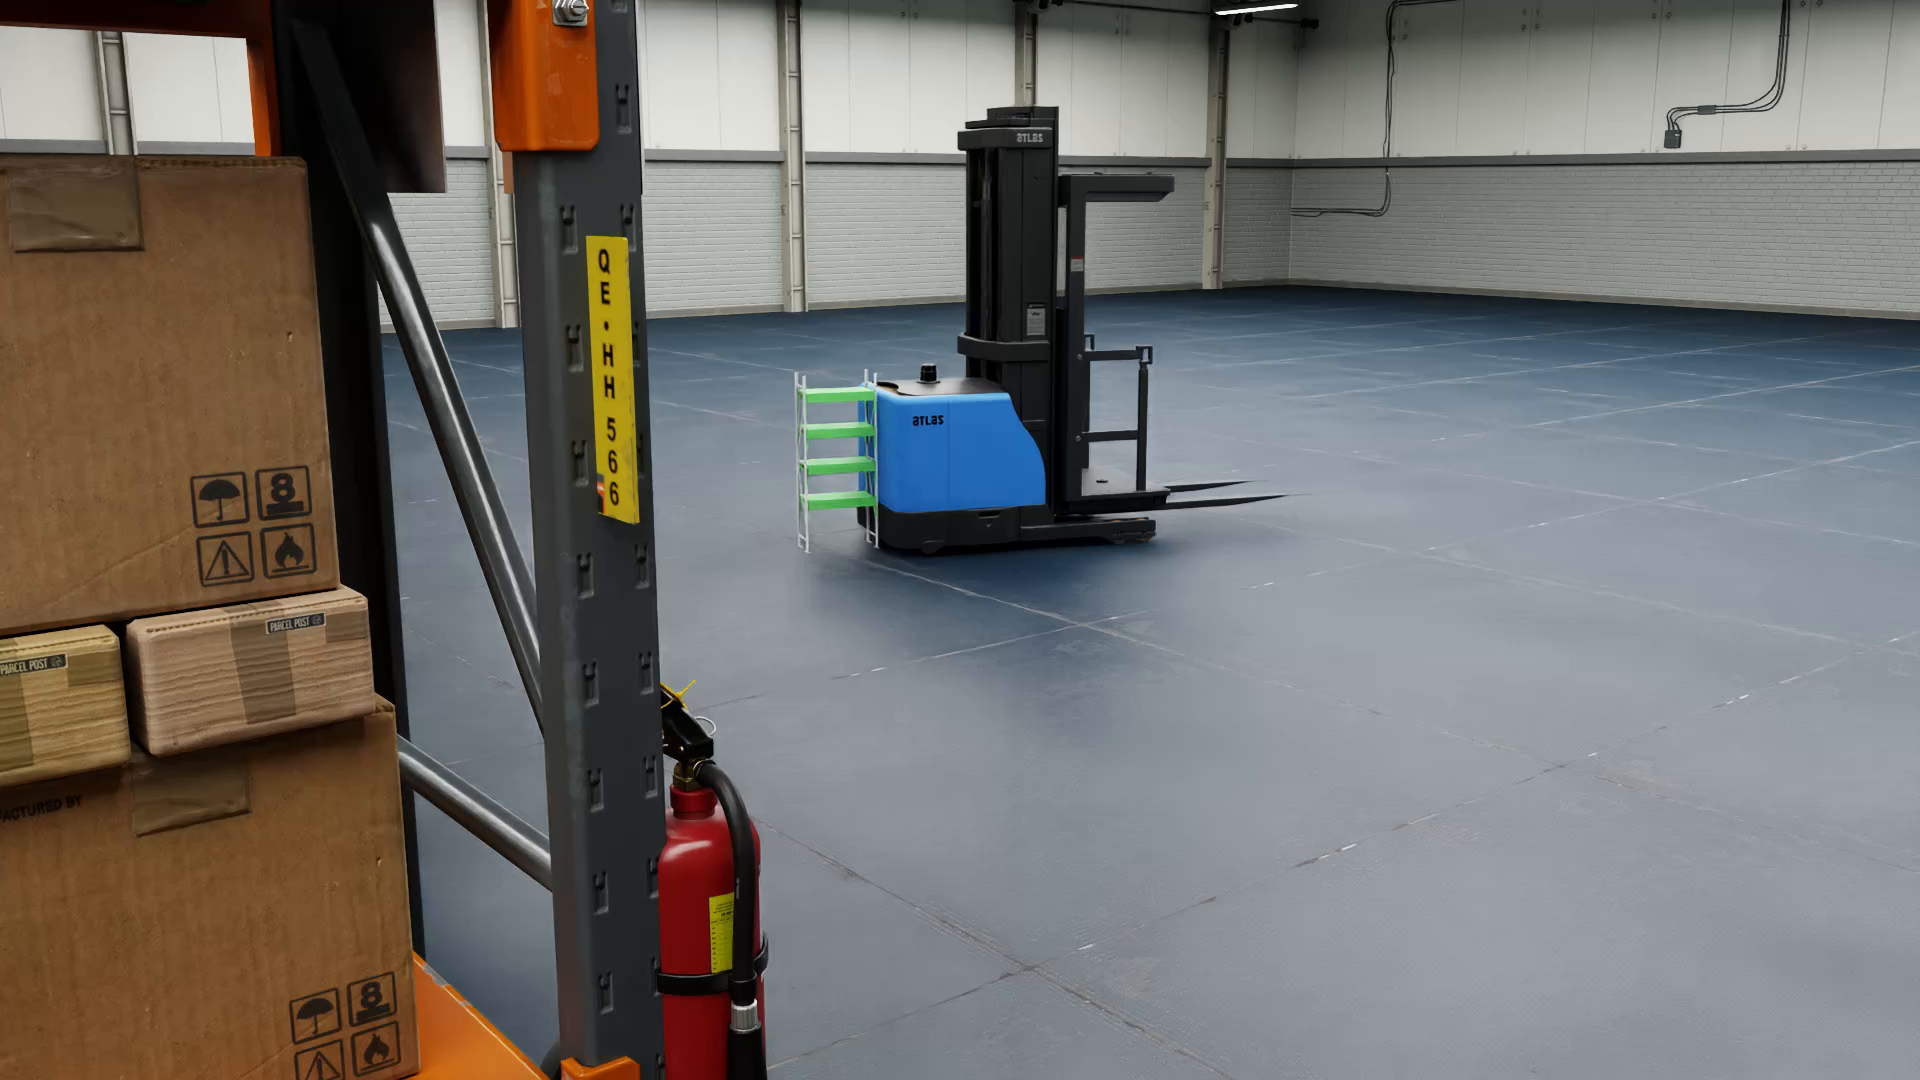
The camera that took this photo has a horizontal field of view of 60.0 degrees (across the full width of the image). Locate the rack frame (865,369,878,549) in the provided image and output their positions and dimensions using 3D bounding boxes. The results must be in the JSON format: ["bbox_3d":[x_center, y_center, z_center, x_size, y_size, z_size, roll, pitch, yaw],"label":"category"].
[{"bbox_3d":[-0.603,-0.552,11.341,0.015,1.200,0.240,-4,13,-19],"label":"rack frame"}]

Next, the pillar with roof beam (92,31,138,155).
[{"bbox_3d":[-9.943,-6.682,21.431,0.400,9.000,9.100,-9,15,-38],"label":"pillar with roof beam"}]

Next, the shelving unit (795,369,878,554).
[{"bbox_3d":[-0.834,-0.536,11.264,0.503,1.200,0.258,-4,13,-19],"label":"shelving unit"}]

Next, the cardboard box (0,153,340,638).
[{"bbox_3d":[-1.144,-0.210,2.033,0.500,0.500,0.700,-9,15,-37],"label":"cardboard box"}]

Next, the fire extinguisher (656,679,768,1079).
[{"bbox_3d":[-0.348,0.506,2.211,0.183,0.674,0.296,-9,15,-38],"label":"fire extinguisher"}]

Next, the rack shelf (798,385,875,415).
[{"bbox_3d":[-0.834,-0.943,11.177,0.480,0.148,0.258,-4,13,-19],"label":"rack shelf"}]

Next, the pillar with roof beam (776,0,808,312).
[{"bbox_3d":[-0.573,-8.239,28.764,0.400,9.000,9.100,-9,15,-38],"label":"pillar with roof beam"}]

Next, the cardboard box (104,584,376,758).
[{"bbox_3d":[-0.910,0.122,2.029,0.250,0.149,0.380,-10,15,-39],"label":"cardboard box"}]

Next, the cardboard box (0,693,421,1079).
[{"bbox_3d":[-1.103,0.418,2.200,0.500,0.500,0.700,-9,15,-38],"label":"cardboard box"}]

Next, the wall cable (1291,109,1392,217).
[{"bbox_3d":[9.235,-9.143,40.498,0.112,2.526,3.097,-9,15,-38],"label":"wall cable"}]

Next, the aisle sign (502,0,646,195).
[{"bbox_3d":[-0.496,-0.824,2.031,0.004,0.787,0.394,-9,15,-38],"label":"aisle sign"}]

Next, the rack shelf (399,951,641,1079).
[{"bbox_3d":[-2.292,1.019,1.338,4.000,0.370,1.077,-9,15,-38],"label":"rack shelf"}]

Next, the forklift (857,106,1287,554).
[{"bbox_3d":[0.840,-1.504,11.657,3.031,2.935,1.130,-4,13,-19],"label":"forklift"}]

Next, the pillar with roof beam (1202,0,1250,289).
[{"bbox_3d":[8.798,-9.796,36.097,0.548,9.000,9.100,-9,15,-38],"label":"pillar with roof beam"}]

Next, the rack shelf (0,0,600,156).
[{"bbox_3d":[-2.292,-0.448,1.027,4.000,0.370,1.077,-9,15,-38],"label":"rack shelf"}]

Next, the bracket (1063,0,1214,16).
[{"bbox_3d":[3.994,-11.809,36.912,4.783,0.066,0.076,-9,15,-38],"label":"bracket"}]

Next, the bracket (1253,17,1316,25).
[{"bbox_3d":[8.044,-12.482,40.081,3.189,0.066,0.076,-9,15,-38],"label":"bracket"}]

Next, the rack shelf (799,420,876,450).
[{"bbox_3d":[-0.834,-0.708,11.227,0.480,0.148,0.258,-4,13,-19],"label":"rack shelf"}]

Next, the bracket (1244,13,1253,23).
[{"bbox_3d":[6.654,-12.251,38.994,0.430,0.232,0.235,-9,15,-38],"label":"bracket"}]

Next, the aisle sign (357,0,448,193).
[{"bbox_3d":[-0.870,-0.922,2.490,0.004,0.787,0.394,-9,15,-38],"label":"aisle sign"}]

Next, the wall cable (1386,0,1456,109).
[{"bbox_3d":[10.925,-11.175,37.907,0.112,2.526,3.097,-9,15,-38],"label":"wall cable"}]

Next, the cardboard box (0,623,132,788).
[{"bbox_3d":[-1.113,0.157,1.868,0.250,0.149,0.380,-9,15,-36],"label":"cardboard box"}]

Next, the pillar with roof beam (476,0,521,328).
[{"bbox_3d":[-5.258,-7.460,25.098,0.400,9.000,9.100,-9,15,-38],"label":"pillar with roof beam"}]

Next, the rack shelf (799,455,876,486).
[{"bbox_3d":[-0.834,-0.473,11.277,0.480,0.148,0.258,-4,13,-19],"label":"rack shelf"}]

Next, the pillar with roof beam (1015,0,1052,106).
[{"bbox_3d":[4.113,-9.017,32.431,0.548,9.000,9.100,-9,15,-38],"label":"pillar with roof beam"}]

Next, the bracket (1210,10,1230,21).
[{"bbox_3d":[6.006,-12.144,38.487,0.430,0.232,0.235,-9,15,-38],"label":"bracket"}]

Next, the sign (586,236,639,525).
[{"bbox_3d":[-0.402,-0.184,1.918,0.005,0.325,0.100,-9,15,-38],"label":"sign"}]

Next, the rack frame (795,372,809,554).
[{"bbox_3d":[-1.065,-0.519,11.186,0.015,1.200,0.240,-4,13,-19],"label":"rack frame"}]

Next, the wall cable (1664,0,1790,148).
[{"bbox_3d":[15.153,-10.784,32.561,0.169,6.003,2.305,-9,15,-38],"label":"wall cable"}]

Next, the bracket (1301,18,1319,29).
[{"bbox_3d":[8.505,-12.559,40.442,0.430,0.232,0.235,-9,15,-38],"label":"bracket"}]

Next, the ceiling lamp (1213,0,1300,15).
[{"bbox_3d":[6.058,-12.078,32.790,0.800,3.185,2.000,-9,15,-38],"label":"ceiling lamp"}]

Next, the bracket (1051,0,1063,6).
[{"bbox_3d":[1.969,-11.473,35.328,0.430,0.232,0.235,-9,15,-38],"label":"bracket"}]

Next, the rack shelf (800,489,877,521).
[{"bbox_3d":[-0.834,-0.239,11.327,0.480,0.148,0.258,-4,13,-19],"label":"rack shelf"}]

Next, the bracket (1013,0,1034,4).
[{"bbox_3d":[1.321,-11.365,34.820,0.430,0.232,0.235,-9,15,-38],"label":"bracket"}]
